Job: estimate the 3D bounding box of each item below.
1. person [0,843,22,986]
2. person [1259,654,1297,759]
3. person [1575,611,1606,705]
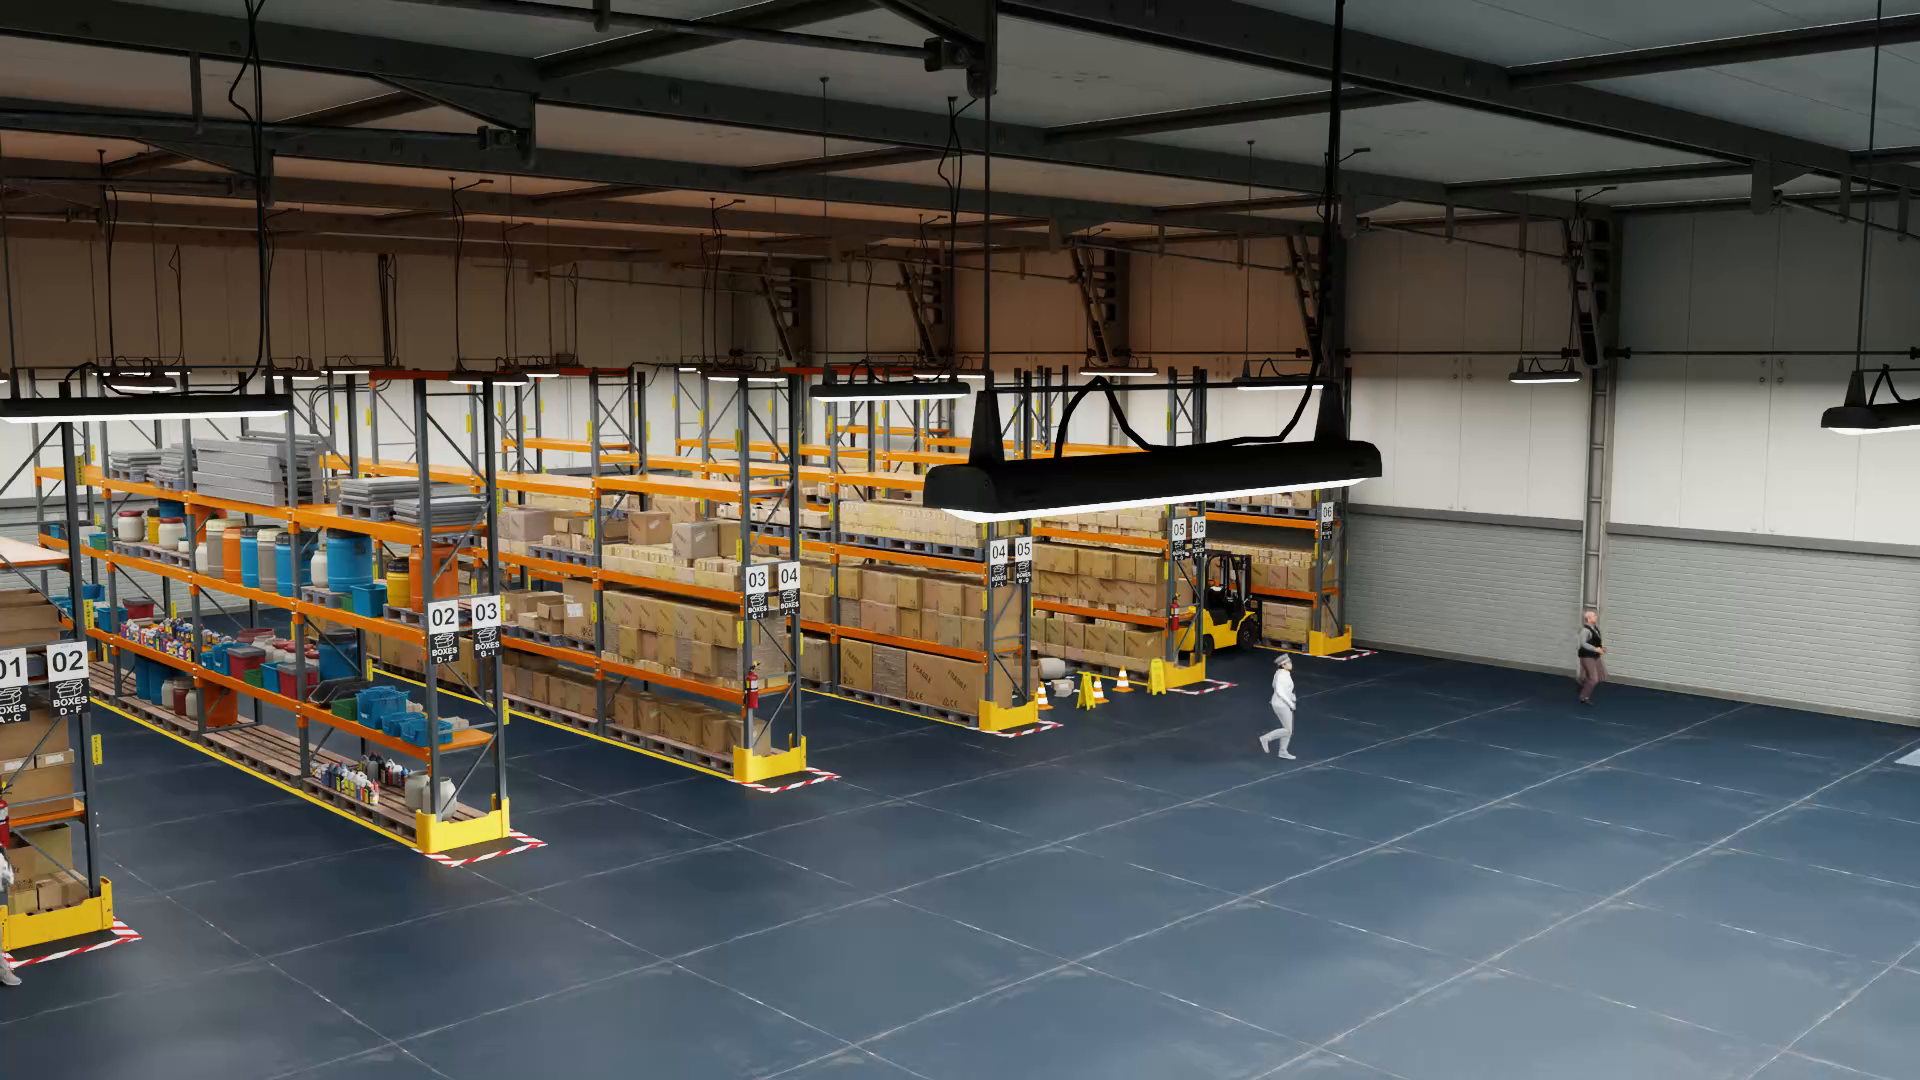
[{"bbox_3d":[-9.818,3.600,16.807,0.843,1.684,0.628,1,7,10],"label":"person"},{"bbox_3d":[4.970,2.590,25.973,0.606,1.678,0.617,0,6,4],"label":"person"},{"bbox_3d":[11.355,2.123,29.942,0.591,1.687,0.698,5,8,39],"label":"person"}]
